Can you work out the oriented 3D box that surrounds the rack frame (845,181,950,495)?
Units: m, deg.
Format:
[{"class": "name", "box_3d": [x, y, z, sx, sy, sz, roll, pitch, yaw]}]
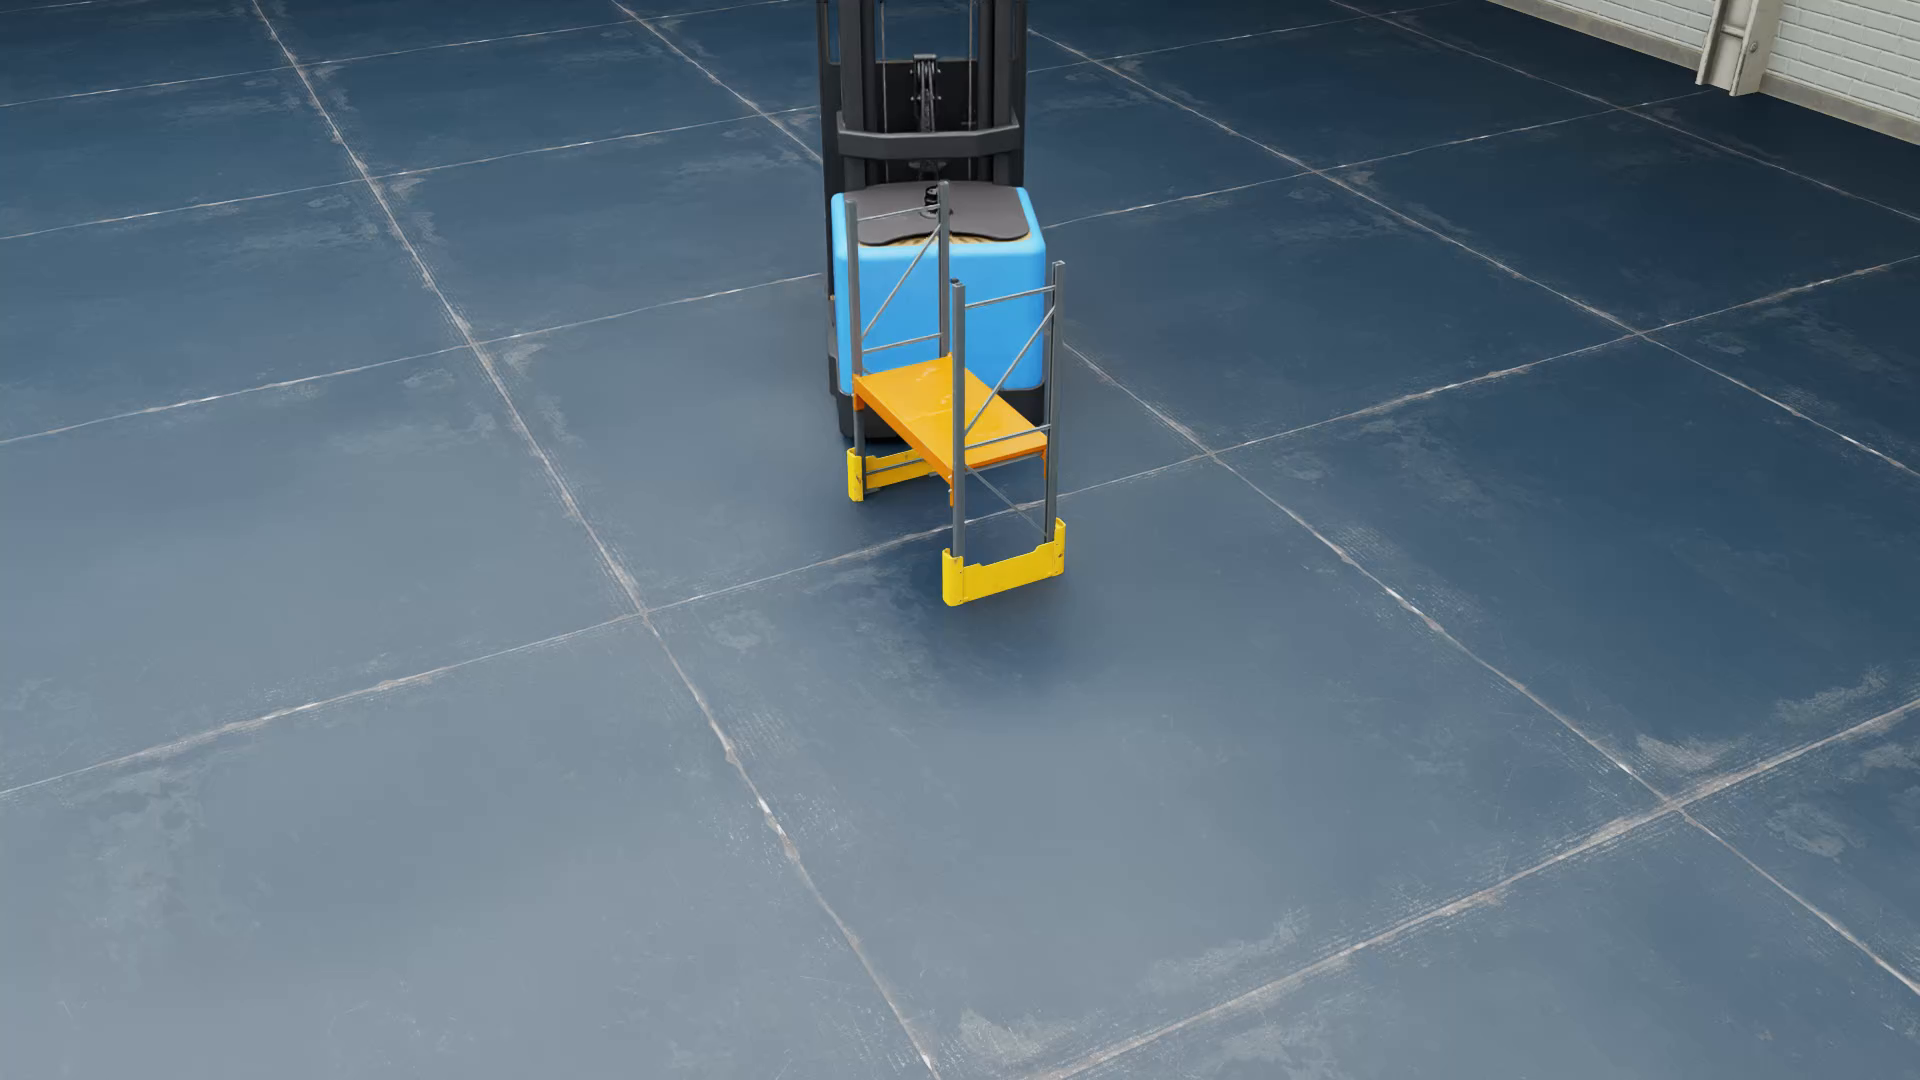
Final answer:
[{"class": "rack frame", "box_3d": [-0.277, -0.915, 7.788, 0.500, 1.500, 0.032, -16, 36, -23]}]

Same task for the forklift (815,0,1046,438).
[{"class": "forklift", "box_3d": [-0.221, -2.522, 8.969, 1.130, 2.935, 3.031, -3, 33, -4]}]

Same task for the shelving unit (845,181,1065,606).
[{"class": "shelving unit", "box_3d": [-0.036, -0.668, 7.402, 0.587, 1.500, 1.083, -16, 36, -23]}]

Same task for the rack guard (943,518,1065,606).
[{"class": "rack guard", "box_3d": [0.197, 0.096, 7.368, 0.587, 0.250, 0.087, -16, 36, -23]}]

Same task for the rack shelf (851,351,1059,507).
[{"class": "rack shelf", "box_3d": [-0.040, -0.521, 7.506, 0.538, 0.185, 1.000, -16, 36, -23]}]

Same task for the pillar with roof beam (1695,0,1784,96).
[{"class": "pillar with roof beam", "box_3d": [2.418, -6.381, 9.368, 9.100, 9.000, 0.400, -16, 36, -23]}]

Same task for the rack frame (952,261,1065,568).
[{"class": "rack frame", "box_3d": [0.197, -0.430, 7.030, 0.500, 1.500, 0.032, -16, 36, -23]}]

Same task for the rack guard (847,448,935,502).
[{"class": "rack guard", "box_3d": [-0.268, -0.379, 8.110, 0.587, 0.250, 0.087, -16, 36, -23]}]
